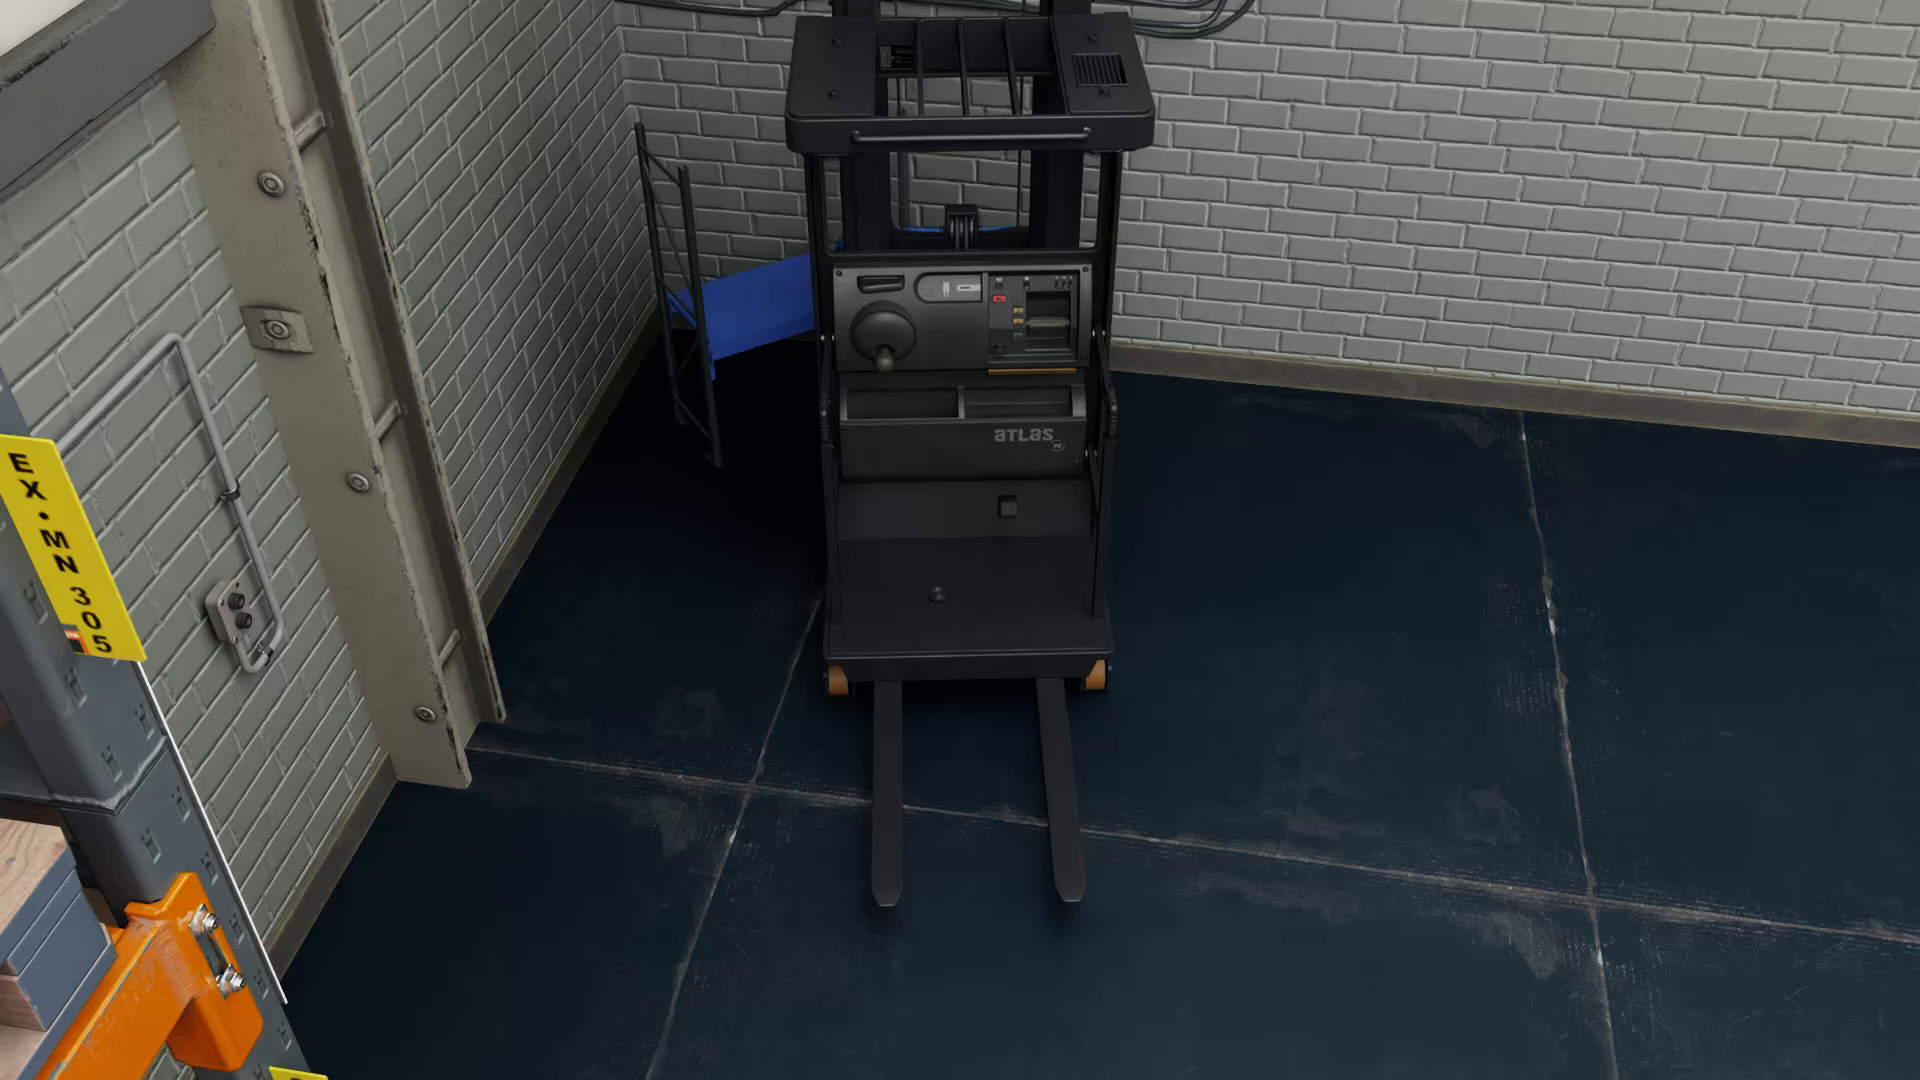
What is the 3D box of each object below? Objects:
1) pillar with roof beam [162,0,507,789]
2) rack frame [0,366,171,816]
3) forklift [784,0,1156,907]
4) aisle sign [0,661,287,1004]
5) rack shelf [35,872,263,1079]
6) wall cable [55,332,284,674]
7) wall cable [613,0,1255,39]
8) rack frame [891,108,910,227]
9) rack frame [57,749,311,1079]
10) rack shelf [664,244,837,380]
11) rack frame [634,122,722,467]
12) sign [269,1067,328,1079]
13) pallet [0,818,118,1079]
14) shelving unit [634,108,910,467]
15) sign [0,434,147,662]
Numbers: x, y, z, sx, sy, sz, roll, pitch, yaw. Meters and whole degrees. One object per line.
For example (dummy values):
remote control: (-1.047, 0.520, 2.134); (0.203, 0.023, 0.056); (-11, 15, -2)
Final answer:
pillar with roof beam: (2.301, -2.215, 2.867); (9.100, 9.000, 0.400); (6, 40, 8)
rack frame: (-1.554, -0.900, 1.276); (1.000, 3.000, 0.127); (6, 40, 8)
forklift: (0.019, -0.729, 5.831); (1.130, 2.935, 3.031); (-1, 40, -1)
aisle sign: (-1.246, 0.398, 2.374); (0.394, 0.787, 0.004); (6, 40, 8)
rack shelf: (-1.900, 1.789, 0.943); (1.077, 0.370, 4.000); (6, 40, 8)
wall cable: (-2.264, 0.113, 3.962); (0.084, 1.984, 1.851); (6, 40, 8)
wall cable: (-0.223, -3.213, 6.511); (3.097, 2.526, 0.112); (6, 40, 8)
rack frame: (-0.367, -1.388, 7.751); (0.032, 1.500, 0.500); (-21, 44, -23)
rack frame: (-1.554, 1.412, 3.188); (1.000, 3.000, 0.127); (6, 40, 8)
rack shelf: (-0.802, -1.082, 7.664); (1.000, 0.185, 0.538); (-21, 44, -23)
rack frame: (-1.237, -1.053, 7.347); (0.032, 1.500, 0.500); (-21, 44, -23)
sign: (-1.022, 0.943, 2.660); (0.100, 0.325, 0.005); (6, 40, 8)
pallet: (-1.672, 0.757, 1.696); (1.003, 0.211, 1.213); (6, 40, 8)
shelving unit: (-0.802, -1.220, 7.549); (1.048, 1.500, 0.538); (-21, 44, -23)
sign: (-1.022, 0.014, 1.892); (0.100, 0.325, 0.005); (6, 40, 8)
